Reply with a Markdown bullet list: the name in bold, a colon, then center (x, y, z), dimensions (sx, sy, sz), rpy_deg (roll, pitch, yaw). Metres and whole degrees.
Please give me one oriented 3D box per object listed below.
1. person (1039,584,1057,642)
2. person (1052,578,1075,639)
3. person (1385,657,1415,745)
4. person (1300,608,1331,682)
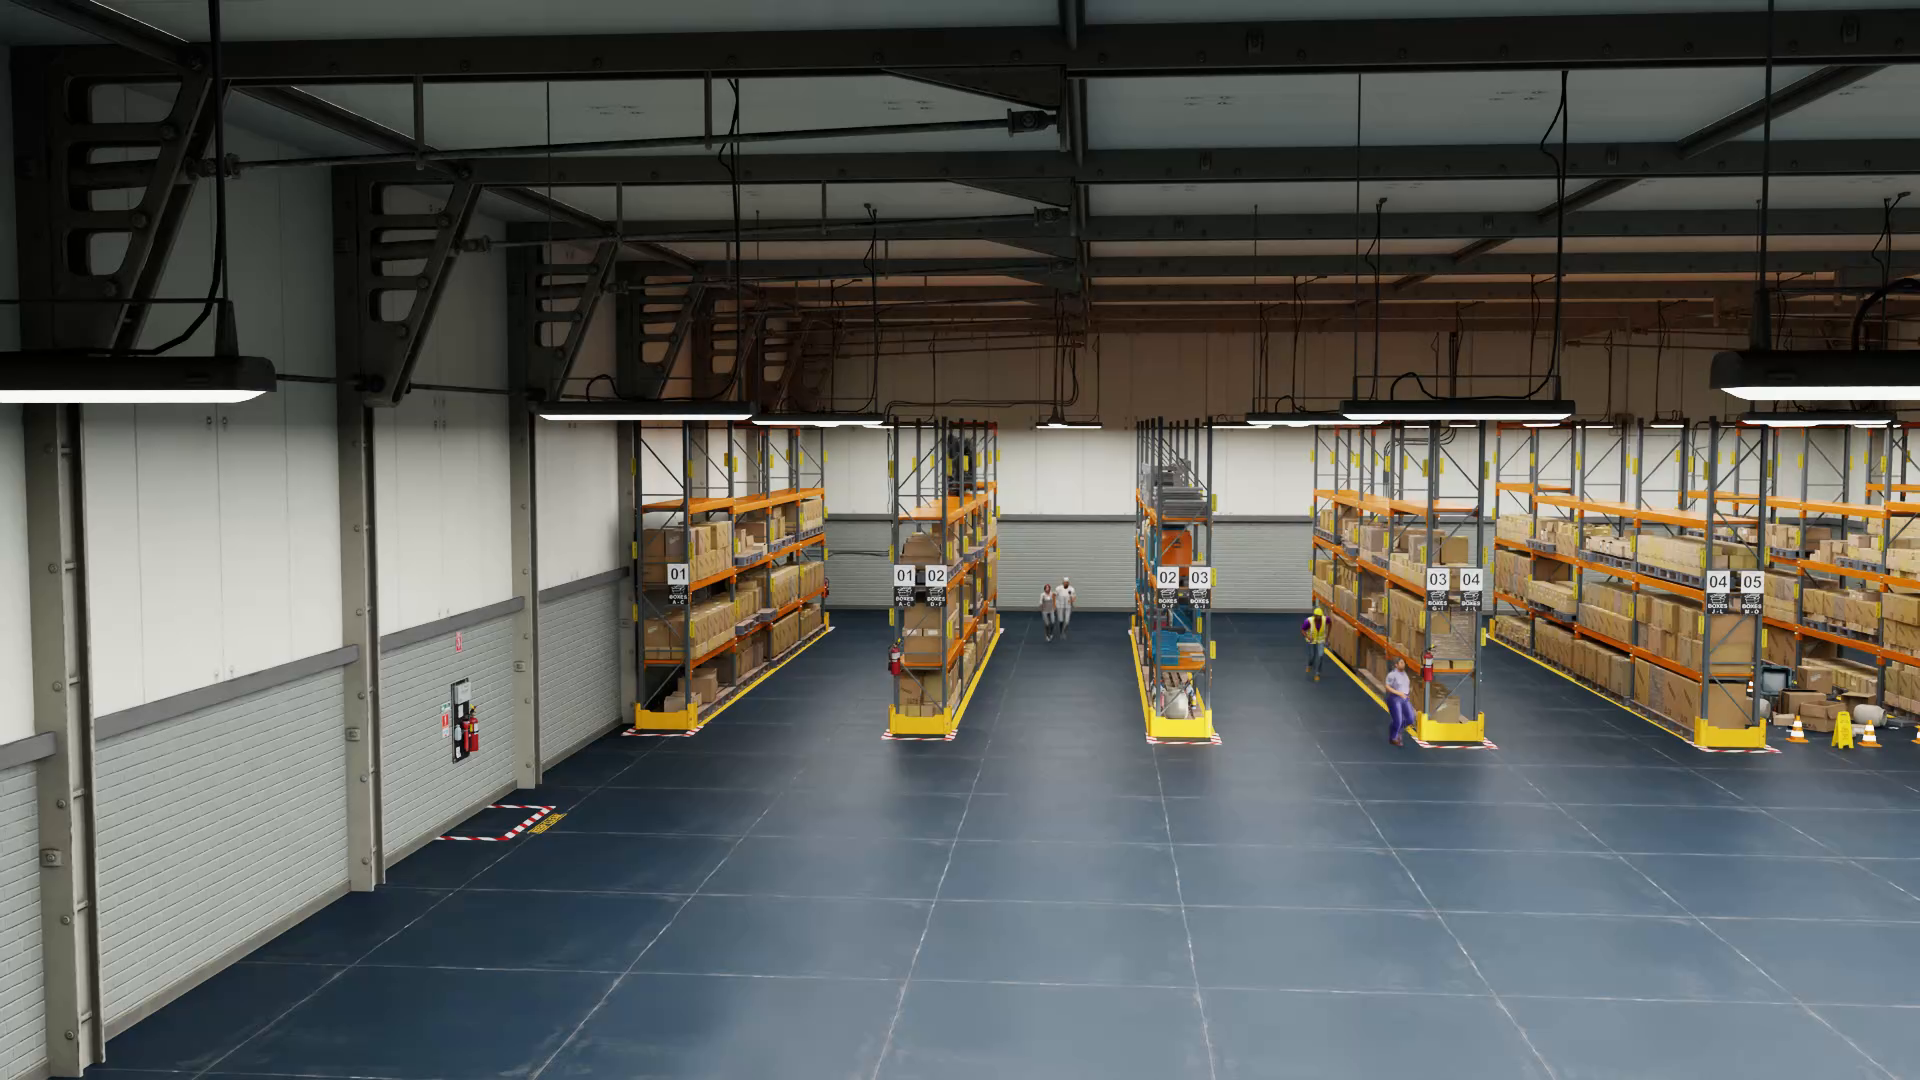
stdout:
- **person**: center (2.402, 1.980, 45.149), dimensions (0.509, 1.573, 0.628), rpy_deg (0, 4, -3)
- **person**: center (2.736, 1.797, 43.652), dimensions (0.598, 1.634, 0.612), rpy_deg (0, 4, -2)
- **person**: center (8.021, 2.942, 30.310), dimensions (0.608, 1.614, 0.517), rpy_deg (-2, 4, -33)
- **person**: center (8.206, 2.391, 38.456), dimensions (0.743, 1.714, 1.056), rpy_deg (0, 4, -3)
